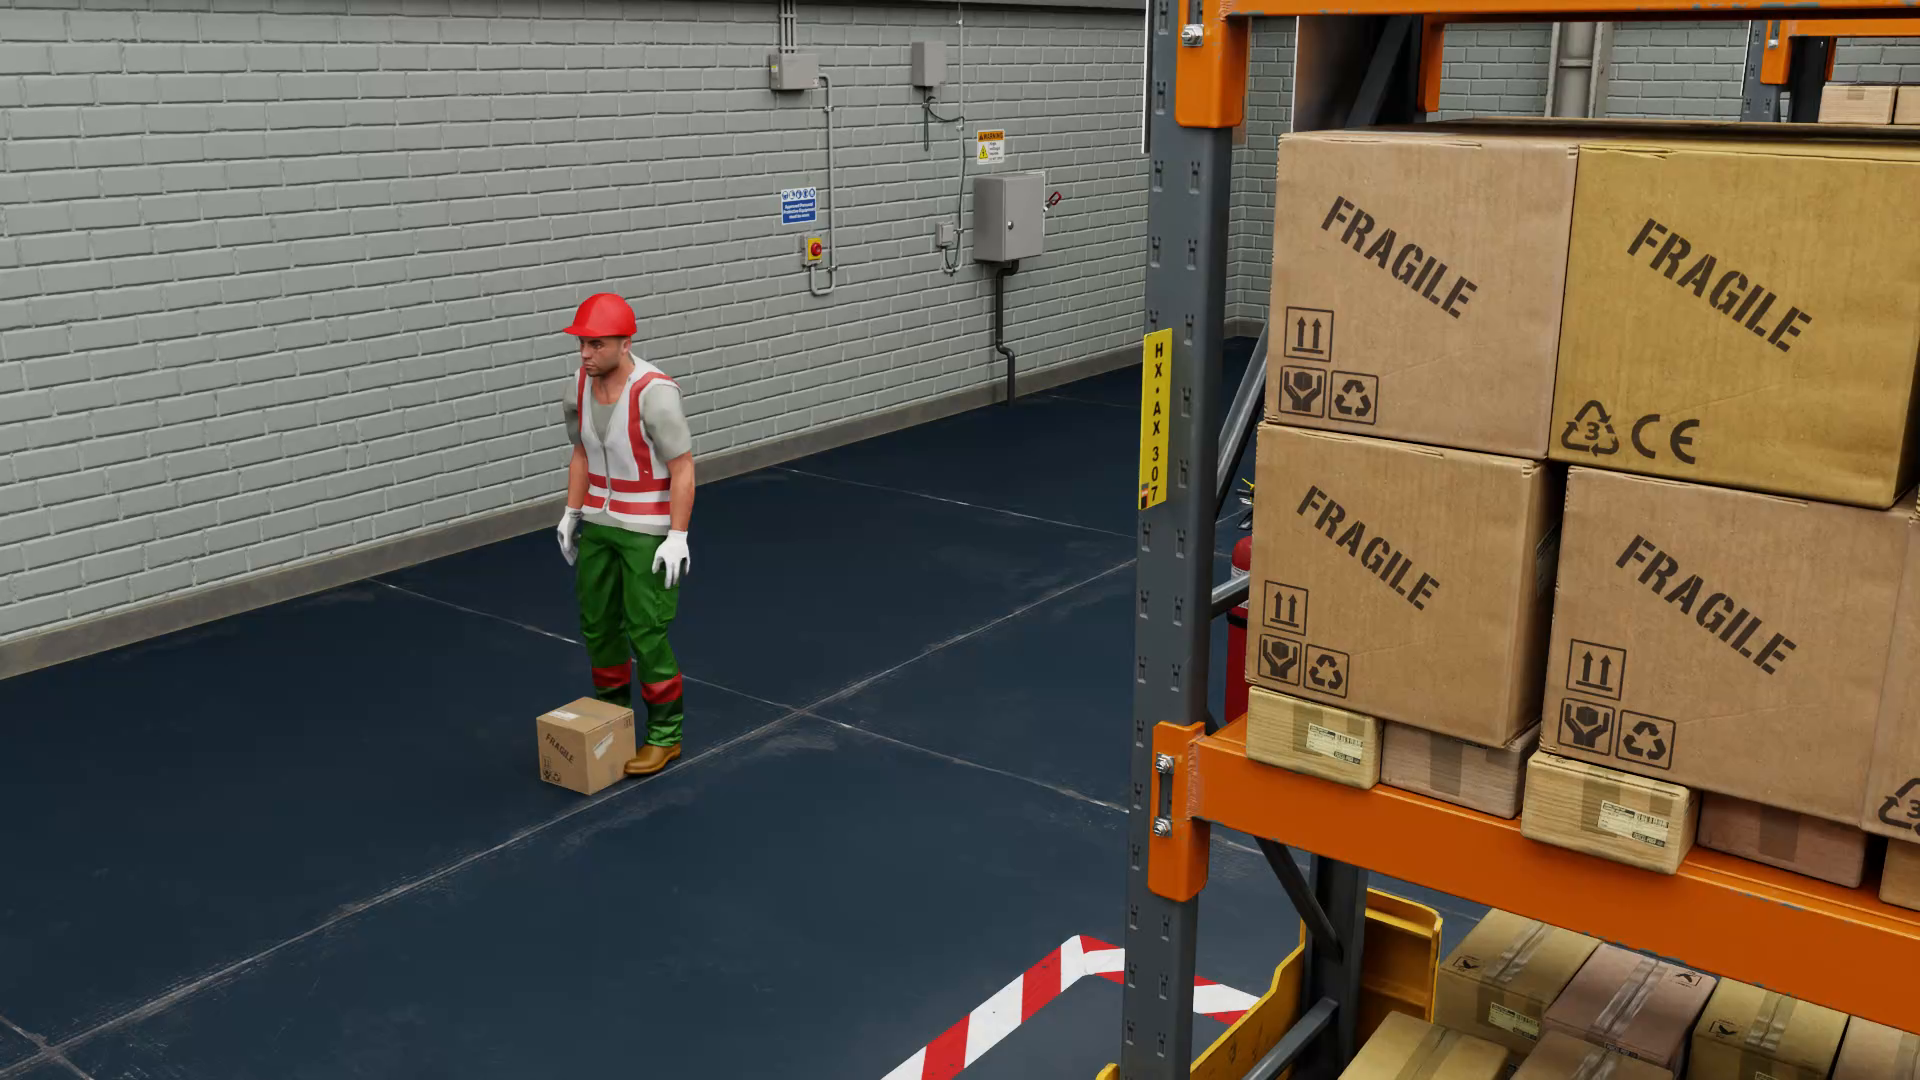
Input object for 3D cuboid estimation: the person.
[{"bbox_3d":[-1.234,-0.024,6.095,0.611,1.778,0.451,11,19,32],"label":"person"}]
